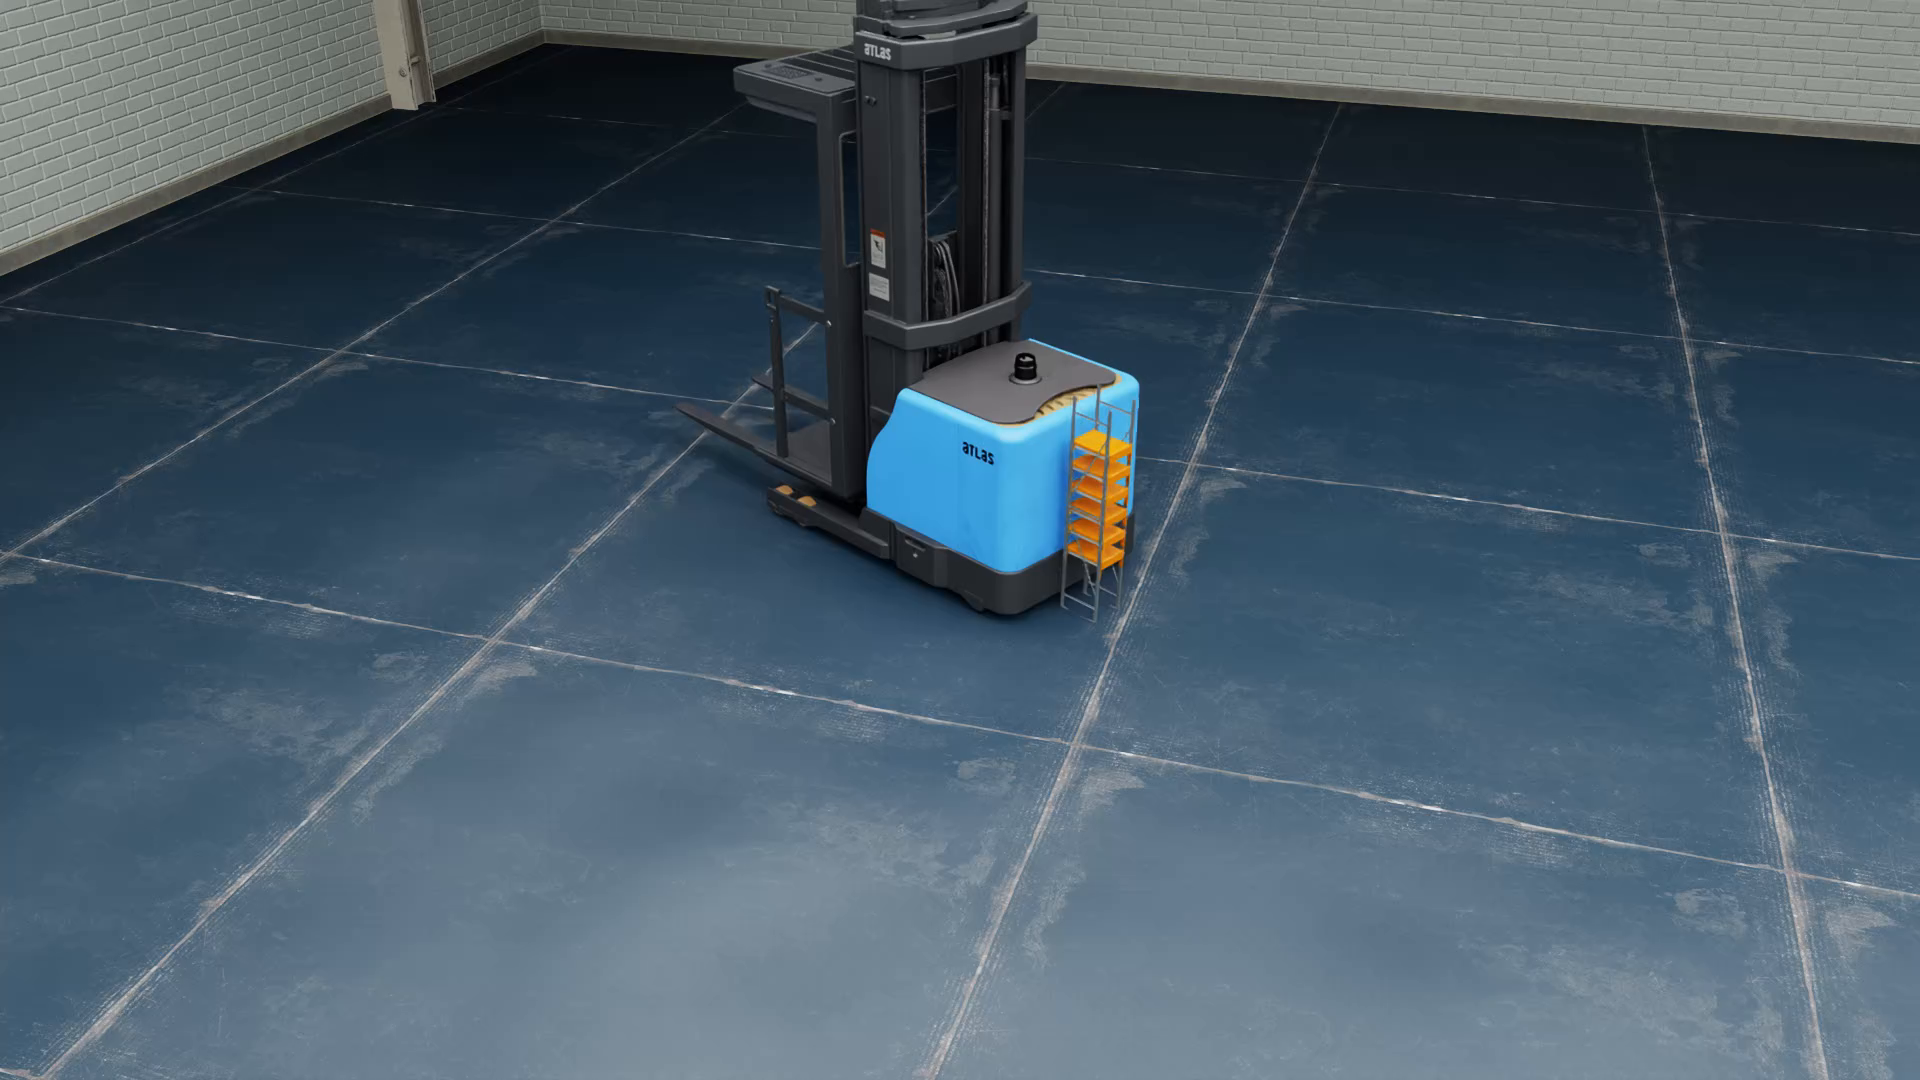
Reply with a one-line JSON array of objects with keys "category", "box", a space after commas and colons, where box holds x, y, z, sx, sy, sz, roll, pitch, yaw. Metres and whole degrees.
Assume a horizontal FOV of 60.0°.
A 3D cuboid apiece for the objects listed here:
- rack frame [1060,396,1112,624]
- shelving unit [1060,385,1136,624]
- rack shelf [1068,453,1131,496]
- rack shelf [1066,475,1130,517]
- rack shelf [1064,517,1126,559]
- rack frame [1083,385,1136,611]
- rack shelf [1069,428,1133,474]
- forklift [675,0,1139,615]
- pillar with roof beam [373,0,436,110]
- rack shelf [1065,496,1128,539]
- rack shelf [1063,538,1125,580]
[{"category": "rack frame", "box": [0.620, -0.133, 8.247, 0.240, 1.200, 0.006, 26, 38, 36]}, {"category": "shelving unit", "box": [0.683, -0.165, 8.305, 0.258, 1.200, 0.189, 26, 38, 36]}, {"category": "rack shelf", "box": [0.688, -0.334, 8.206, 0.258, 0.103, 0.180, 26, 38, 36]}, {"category": "rack shelf", "box": [0.685, -0.230, 8.267, 0.258, 0.103, 0.180, 26, 38, 36]}, {"category": "rack shelf", "box": [0.680, -0.023, 8.387, 0.258, 0.103, 0.180, 26, 38, 36]}, {"category": "rack frame", "box": [0.746, -0.198, 8.363, 0.240, 1.200, 0.006, 26, 38, 36]}, {"category": "rack shelf", "box": [0.690, -0.438, 8.146, 0.258, 0.103, 0.180, 26, 38, 36]}, {"category": "forklift", "box": [-0.460, -1.517, 8.962, 3.031, 2.935, 1.130, 26, 38, 38]}, {"category": "pillar with roof beam", "box": [-1.632, -7.899, 14.192, 9.100, 9.000, 0.400, 8, 30, 15]}, {"category": "rack shelf", "box": [0.682, -0.127, 8.327, 0.258, 0.103, 0.180, 26, 38, 36]}, {"category": "rack shelf", "box": [0.677, 0.080, 8.448, 0.258, 0.103, 0.180, 26, 38, 36]}]
